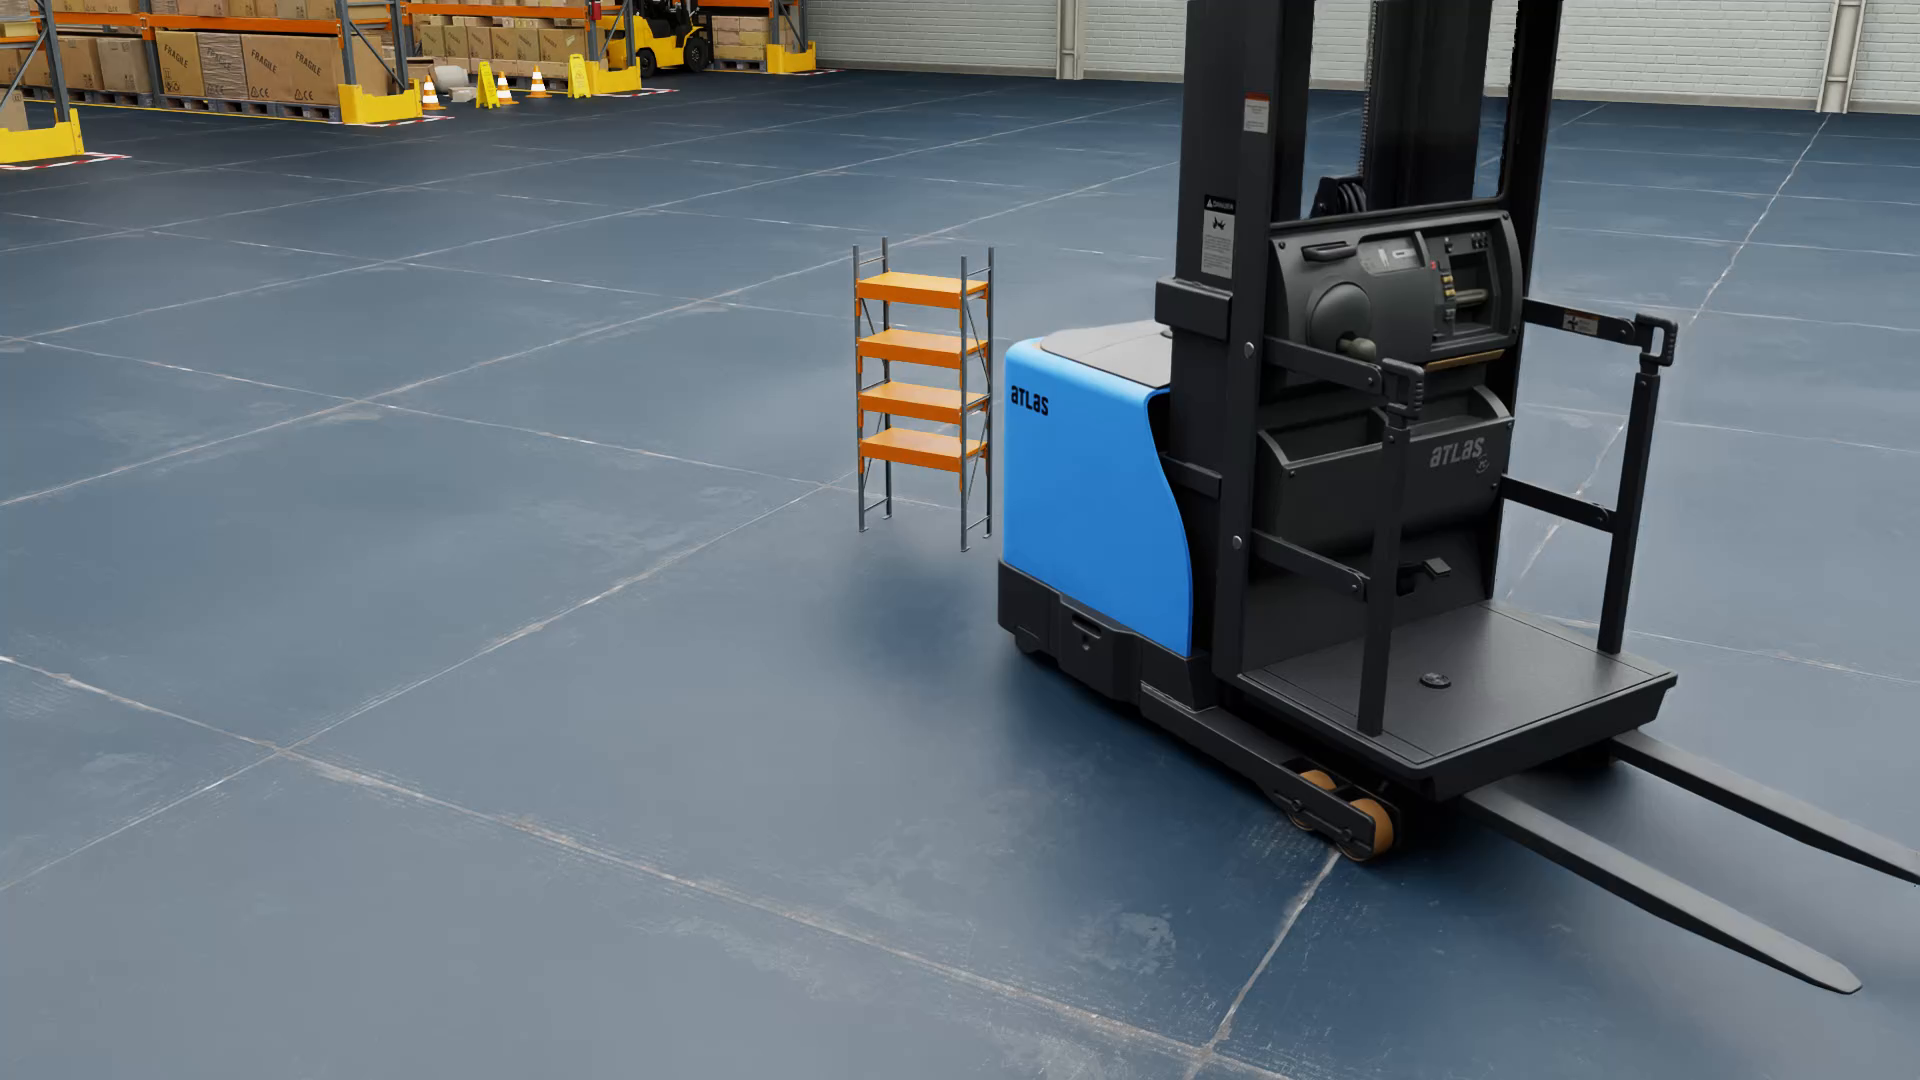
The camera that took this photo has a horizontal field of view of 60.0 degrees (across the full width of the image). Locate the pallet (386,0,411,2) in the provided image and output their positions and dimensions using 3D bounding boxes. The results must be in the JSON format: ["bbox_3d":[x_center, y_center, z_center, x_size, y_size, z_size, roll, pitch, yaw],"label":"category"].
[{"bbox_3d":[-9.645,-9.382,28.611,1.213,0.211,1.003,11,23,27],"label":"pallet"}]

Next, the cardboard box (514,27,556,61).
[{"bbox_3d":[-6.841,-8.035,26.933,0.500,0.500,0.500,12,23,29],"label":"cardboard box"}]

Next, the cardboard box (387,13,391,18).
[{"bbox_3d":[-11.822,-11.008,34.911,0.250,0.149,0.380,10,22,25],"label":"cardboard box"}]

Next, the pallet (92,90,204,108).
[{"bbox_3d":[-12.085,-6.606,24.767,1.213,0.211,1.003,11,23,27],"label":"pallet"}]

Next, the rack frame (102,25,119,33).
[{"bbox_3d":[-16.033,-10.632,31.776,0.127,3.000,1.000,11,23,27],"label":"rack frame"}]

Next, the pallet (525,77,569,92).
[{"bbox_3d":[-6.315,-7.484,27.186,1.213,0.211,1.003,11,23,27],"label":"pallet"}]

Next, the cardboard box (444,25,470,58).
[{"bbox_3d":[-8.192,-8.295,27.650,0.500,0.500,0.500,12,23,29],"label":"cardboard box"}]

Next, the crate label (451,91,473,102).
[{"bbox_3d":[-7.522,-6.703,25.144,0.298,0.136,0.250,0,20,-1],"label":"crate label"}]

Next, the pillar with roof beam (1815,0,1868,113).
[{"bbox_3d":[10.307,-9.044,18.600,0.400,9.000,9.100,11,23,27],"label":"pillar with roof beam"}]

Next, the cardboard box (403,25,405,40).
[{"bbox_3d":[-11.487,-10.646,34.865,0.500,0.500,0.500,12,23,30],"label":"cardboard box"}]

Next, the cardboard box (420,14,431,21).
[{"bbox_3d":[-10.932,-10.815,34.380,0.250,0.149,0.380,10,22,25],"label":"cardboard box"}]

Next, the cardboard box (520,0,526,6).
[{"bbox_3d":[-6.871,-8.693,26.799,0.250,0.149,0.380,11,23,28],"label":"cardboard box"}]

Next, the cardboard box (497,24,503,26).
[{"bbox_3d":[-7.511,-8.372,27.862,0.500,0.500,0.500,12,23,30],"label":"cardboard box"}]

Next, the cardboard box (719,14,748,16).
[{"bbox_3d":[-4.336,-9.794,31.416,0.500,0.250,0.500,11,22,27],"label":"cardboard box"}]

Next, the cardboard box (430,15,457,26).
[{"bbox_3d":[-8.586,-8.647,27.668,0.250,0.149,0.380,11,23,28],"label":"cardboard box"}]

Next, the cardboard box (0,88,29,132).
[{"bbox_3d":[-10.927,-4.817,18.796,0.500,0.500,0.500,16,25,37],"label":"cardboard box"}]

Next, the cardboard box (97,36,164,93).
[{"bbox_3d":[-11.961,-7.027,24.522,0.750,0.750,1.050,11,23,27],"label":"cardboard box"}]

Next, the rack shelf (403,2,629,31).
[{"bbox_3d":[-7.303,-8.631,27.314,4.000,0.370,1.077,11,23,27],"label":"rack shelf"}]

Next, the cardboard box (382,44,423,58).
[{"bbox_3d":[-9.508,-8.350,28.723,0.625,0.372,0.950,11,23,28],"label":"cardboard box"}]

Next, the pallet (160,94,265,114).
[{"bbox_3d":[-10.749,-6.350,24.062,1.213,0.211,1.003,11,23,27],"label":"pallet"}]

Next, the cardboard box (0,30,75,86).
[{"bbox_3d":[-14.379,-7.488,25.792,0.750,0.750,1.050,10,22,27],"label":"cardboard box"}]

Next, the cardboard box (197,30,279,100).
[{"bbox_3d":[-10.071,-6.735,23.534,0.875,0.875,0.875,11,23,28],"label":"cardboard box"}]

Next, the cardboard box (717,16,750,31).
[{"bbox_3d":[-4.142,-9.556,30.761,0.500,0.250,0.500,11,23,28],"label":"cardboard box"}]

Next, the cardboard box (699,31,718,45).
[{"bbox_3d":[-4.610,-9.408,31.087,0.500,0.250,0.500,10,22,26],"label":"cardboard box"}]

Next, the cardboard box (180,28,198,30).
[{"bbox_3d":[-13.880,-9.454,31.030,0.875,0.875,0.875,11,23,28],"label":"cardboard box"}]

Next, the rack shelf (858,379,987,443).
[{"bbox_3d":[-0.145,-0.528,6.759,0.480,0.148,0.258,11,23,27],"label":"rack shelf"}]

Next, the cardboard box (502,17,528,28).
[{"bbox_3d":[-7.184,-8.382,26.940,0.250,0.149,0.380,12,23,30],"label":"cardboard box"}]

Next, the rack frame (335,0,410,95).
[{"bbox_3d":[-7.883,-7.146,22.166,0.127,3.000,1.000,11,23,27],"label":"rack frame"}]

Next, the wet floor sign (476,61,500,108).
[{"bbox_3d":[-6.892,-6.624,24.179,0.232,0.644,0.267,7,21,18],"label":"wet floor sign"}]

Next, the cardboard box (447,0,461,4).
[{"bbox_3d":[-8.239,-8.922,27.431,0.250,0.149,0.380,12,23,29],"label":"cardboard box"}]

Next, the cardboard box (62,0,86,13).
[{"bbox_3d":[-12.843,-8.033,24.465,0.500,0.500,0.500,11,23,28],"label":"cardboard box"}]

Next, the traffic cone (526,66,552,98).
[{"bbox_3d":[-6.561,-7.131,25.845,0.334,0.463,0.336,11,23,27],"label":"traffic cone"}]

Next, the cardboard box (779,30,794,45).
[{"bbox_3d":[-3.448,-9.394,31.048,0.500,0.250,0.500,11,23,28],"label":"cardboard box"}]

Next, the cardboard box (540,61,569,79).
[{"bbox_3d":[-6.415,-7.599,26.832,0.500,0.250,0.500,11,23,27],"label":"cardboard box"}]

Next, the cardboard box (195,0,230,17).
[{"bbox_3d":[-10.142,-7.614,23.237,0.550,0.550,0.875,11,23,27],"label":"cardboard box"}]

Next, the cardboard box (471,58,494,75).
[{"bbox_3d":[-7.729,-7.855,27.537,0.500,0.250,0.500,10,22,27],"label":"cardboard box"}]

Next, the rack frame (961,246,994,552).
[{"bbox_3d":[0.069,-0.551,6.625,0.015,1.200,0.240,11,23,27],"label":"rack frame"}]

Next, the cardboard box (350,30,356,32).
[{"bbox_3d":[-12.833,-10.899,35.563,0.500,0.500,0.500,10,22,27],"label":"cardboard box"}]

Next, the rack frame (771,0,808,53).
[{"bbox_3d":[-3.139,-10.114,30.350,0.127,3.000,1.000,11,23,27],"label":"rack frame"}]

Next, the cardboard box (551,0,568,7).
[{"bbox_3d":[-6.263,-8.526,26.338,0.250,0.149,0.380,10,22,27],"label":"cardboard box"}]

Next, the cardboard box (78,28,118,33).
[{"bbox_3d":[-16.529,-9.761,32.517,0.875,0.438,0.875,10,22,27],"label":"cardboard box"}]

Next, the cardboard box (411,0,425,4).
[{"bbox_3d":[-8.930,-9.035,27.743,0.250,0.149,0.380,11,23,27],"label":"cardboard box"}]

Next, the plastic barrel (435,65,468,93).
[{"bbox_3d":[-8.098,-7.318,26.418,0.512,0.421,0.421,-7,21,-20],"label":"plastic barrel"}]

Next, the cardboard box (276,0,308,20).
[{"bbox_3d":[-8.719,-7.349,22.507,0.550,0.550,0.875,11,23,27],"label":"cardboard box"}]

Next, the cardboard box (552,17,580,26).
[{"bbox_3d":[-7.766,-10.076,33.109,0.625,0.625,0.875,11,22,27],"label":"cardboard box"}]

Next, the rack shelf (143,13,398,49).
[{"bbox_3d":[-9.629,-7.140,23.205,4.000,0.370,1.077,11,23,27],"label":"rack shelf"}]

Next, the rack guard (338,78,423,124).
[{"bbox_3d":[-7.862,-5.967,22.581,0.348,0.500,1.175,11,23,27],"label":"rack guard"}]

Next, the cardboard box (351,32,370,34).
[{"bbox_3d":[-9.891,-7.947,26.931,0.500,0.500,0.500,11,23,27],"label":"cardboard box"}]

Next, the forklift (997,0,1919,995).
[{"bbox_3d":[1.353,-0.696,4.486,1.130,2.935,3.031,-12,23,-31],"label":"forklift"}]

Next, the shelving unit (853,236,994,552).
[{"bbox_3d":[-0.145,-0.592,6.736,0.503,1.200,0.258,11,23,27],"label":"shelving unit"}]

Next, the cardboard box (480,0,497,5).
[{"bbox_3d":[-7.584,-8.786,27.057,0.250,0.149,0.380,11,23,27],"label":"cardboard box"}]

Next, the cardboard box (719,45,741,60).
[{"bbox_3d":[-4.133,-9.089,30.939,0.500,0.250,0.500,11,23,27],"label":"cardboard box"}]
